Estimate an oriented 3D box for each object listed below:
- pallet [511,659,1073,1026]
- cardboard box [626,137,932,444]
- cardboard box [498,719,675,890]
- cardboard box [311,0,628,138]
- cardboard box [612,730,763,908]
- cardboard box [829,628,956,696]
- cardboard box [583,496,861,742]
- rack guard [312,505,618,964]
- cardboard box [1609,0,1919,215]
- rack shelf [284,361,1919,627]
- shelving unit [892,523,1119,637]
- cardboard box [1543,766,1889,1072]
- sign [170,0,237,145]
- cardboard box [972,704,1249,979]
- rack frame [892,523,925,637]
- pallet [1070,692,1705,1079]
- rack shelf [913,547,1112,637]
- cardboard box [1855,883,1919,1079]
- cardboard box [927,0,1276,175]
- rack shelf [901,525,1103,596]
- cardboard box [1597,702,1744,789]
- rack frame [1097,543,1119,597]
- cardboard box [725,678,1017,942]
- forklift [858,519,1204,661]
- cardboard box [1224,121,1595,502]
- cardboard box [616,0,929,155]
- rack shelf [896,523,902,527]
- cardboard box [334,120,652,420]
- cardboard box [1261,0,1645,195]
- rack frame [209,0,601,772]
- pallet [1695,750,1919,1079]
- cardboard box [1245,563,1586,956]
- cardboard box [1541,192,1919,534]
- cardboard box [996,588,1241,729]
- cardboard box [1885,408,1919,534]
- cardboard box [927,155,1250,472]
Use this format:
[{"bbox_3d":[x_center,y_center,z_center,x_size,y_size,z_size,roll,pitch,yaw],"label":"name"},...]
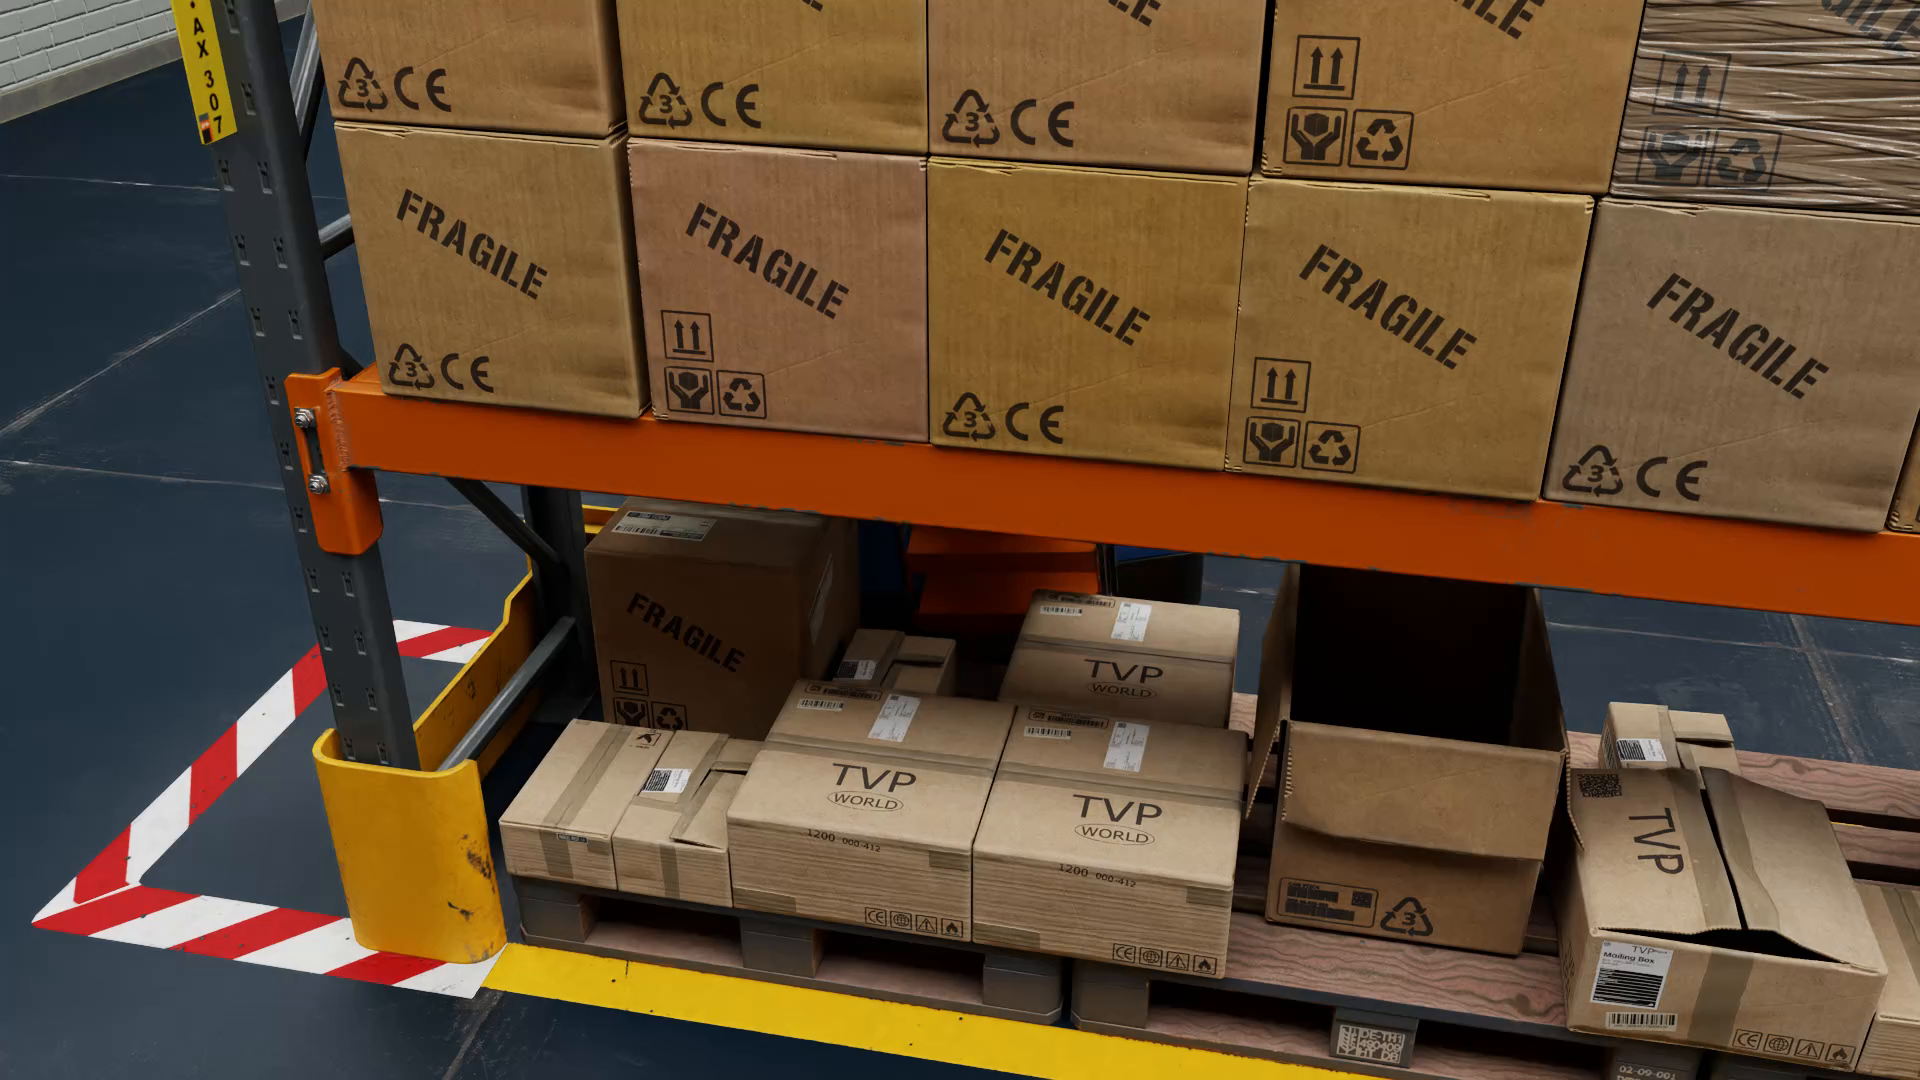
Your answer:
[{"bbox_3d":[-0.277,0.615,3.907,1.213,0.211,1.003,6,29,11],"label":"pallet"},{"bbox_3d":[-0.247,-0.522,2.975,0.500,0.500,0.500,6,29,10],"label":"cardboard box"},{"bbox_3d":[-0.794,0.565,3.604,0.250,0.149,0.380,6,29,11],"label":"cardboard box"},{"bbox_3d":[-0.753,-1.010,2.825,0.500,0.500,0.500,7,29,12],"label":"cardboard box"},{"bbox_3d":[-0.549,0.583,3.554,0.250,0.166,0.380,6,29,11],"label":"cardboard box"},{"bbox_3d":[-0.171,0.376,3.932,0.250,0.166,0.380,6,29,11],"label":"cardboard box"},{"bbox_3d":[-0.548,0.147,4.003,0.500,0.500,0.500,6,29,11],"label":"cardboard box"},{"bbox_3d":[-1.057,0.409,3.983,0.348,0.500,1.175,6,29,11],"label":"rack guard"},{"bbox_3d":[1.237,-0.807,2.454,0.500,0.500,0.500,6,29,11],"label":"cardboard box"},{"bbox_3d":[0.824,-0.179,3.203,4.000,0.370,1.077,6,29,11],"label":"rack shelf"},{"bbox_3d":[0.110,-0.049,4.093,0.503,1.200,0.258,0,40,10],"label":"shelving unit"},{"bbox_3d":[1.430,0.693,3.202,0.500,0.311,0.500,6,29,11],"label":"cardboard box"},{"bbox_3d":[-1.245,-0.820,2.723,0.005,0.325,0.100,6,29,11],"label":"sign"},{"bbox_3d":[0.319,0.606,3.425,0.500,0.250,0.500,6,29,11],"label":"cardboard box"},{"bbox_3d":[-0.130,-0.047,4.136,0.015,1.200,0.240,0,40,10],"label":"rack frame"},{"bbox_3d":[0.912,0.738,3.682,1.213,0.211,1.003,6,29,11],"label":"pallet"},{"bbox_3d":[0.142,0.153,4.262,0.480,0.148,0.258,0,40,10],"label":"rack shelf"},{"bbox_3d":[1.785,0.830,3.121,0.250,0.149,0.380,6,29,11],"label":"cardboard box"},{"bbox_3d":[0.249,-0.908,2.640,0.500,0.500,0.500,6,29,11],"label":"cardboard box"},{"bbox_3d":[0.118,0.002,4.136,0.480,0.148,0.258,0,40,10],"label":"rack shelf"},{"bbox_3d":[1.567,0.530,3.651,0.250,0.166,0.380,6,29,11],"label":"cardboard box"},{"bbox_3d":[0.350,-0.051,4.049,0.015,1.200,0.240,0,40,10],"label":"rack frame"},{"bbox_3d":[-0.170,0.556,3.517,0.500,0.250,0.500,6,29,11],"label":"cardboard box"},{"bbox_3d":[-0.208,-1.618,5.154,1.130,2.935,3.031,-8,30,-14],"label":"forklift"},{"bbox_3d":[0.732,-0.419,2.788,0.500,0.500,0.500,6,29,11],"label":"cardboard box"},{"bbox_3d":[-0.240,-0.961,2.736,0.500,0.500,0.500,6,29,11],"label":"cardboard box"},{"bbox_3d":[0.091,-0.168,3.993,0.480,0.148,0.258,0,40,10],"label":"rack shelf"},{"bbox_3d":[-0.753,-0.571,3.065,0.500,0.500,0.500,6,29,12],"label":"cardboard box"},{"bbox_3d":[0.746,-0.858,2.548,0.500,0.500,0.500,6,29,10],"label":"cardboard box"},{"bbox_3d":[-1.131,-0.695,3.397,0.127,3.000,1.000,6,29,11],"label":"rack frame"},{"bbox_3d":[2.109,0.860,3.460,1.213,0.211,1.003,6,29,11],"label":"pallet"},{"bbox_3d":[0.942,0.422,3.498,0.637,0.503,0.797,6,29,11],"label":"cardboard box"},{"bbox_3d":[1.231,-0.369,2.697,0.500,0.500,0.500,7,29,12],"label":"cardboard box"},{"bbox_3d":[0.375,0.366,3.863,0.500,0.250,0.500,6,29,11],"label":"cardboard box"},{"bbox_3d":[1.734,-0.319,2.605,0.500,0.500,0.500,7,29,12],"label":"cardboard box"},{"bbox_3d":[0.243,-0.470,2.881,0.500,0.500,0.500,6,29,10],"label":"cardboard box"}]
